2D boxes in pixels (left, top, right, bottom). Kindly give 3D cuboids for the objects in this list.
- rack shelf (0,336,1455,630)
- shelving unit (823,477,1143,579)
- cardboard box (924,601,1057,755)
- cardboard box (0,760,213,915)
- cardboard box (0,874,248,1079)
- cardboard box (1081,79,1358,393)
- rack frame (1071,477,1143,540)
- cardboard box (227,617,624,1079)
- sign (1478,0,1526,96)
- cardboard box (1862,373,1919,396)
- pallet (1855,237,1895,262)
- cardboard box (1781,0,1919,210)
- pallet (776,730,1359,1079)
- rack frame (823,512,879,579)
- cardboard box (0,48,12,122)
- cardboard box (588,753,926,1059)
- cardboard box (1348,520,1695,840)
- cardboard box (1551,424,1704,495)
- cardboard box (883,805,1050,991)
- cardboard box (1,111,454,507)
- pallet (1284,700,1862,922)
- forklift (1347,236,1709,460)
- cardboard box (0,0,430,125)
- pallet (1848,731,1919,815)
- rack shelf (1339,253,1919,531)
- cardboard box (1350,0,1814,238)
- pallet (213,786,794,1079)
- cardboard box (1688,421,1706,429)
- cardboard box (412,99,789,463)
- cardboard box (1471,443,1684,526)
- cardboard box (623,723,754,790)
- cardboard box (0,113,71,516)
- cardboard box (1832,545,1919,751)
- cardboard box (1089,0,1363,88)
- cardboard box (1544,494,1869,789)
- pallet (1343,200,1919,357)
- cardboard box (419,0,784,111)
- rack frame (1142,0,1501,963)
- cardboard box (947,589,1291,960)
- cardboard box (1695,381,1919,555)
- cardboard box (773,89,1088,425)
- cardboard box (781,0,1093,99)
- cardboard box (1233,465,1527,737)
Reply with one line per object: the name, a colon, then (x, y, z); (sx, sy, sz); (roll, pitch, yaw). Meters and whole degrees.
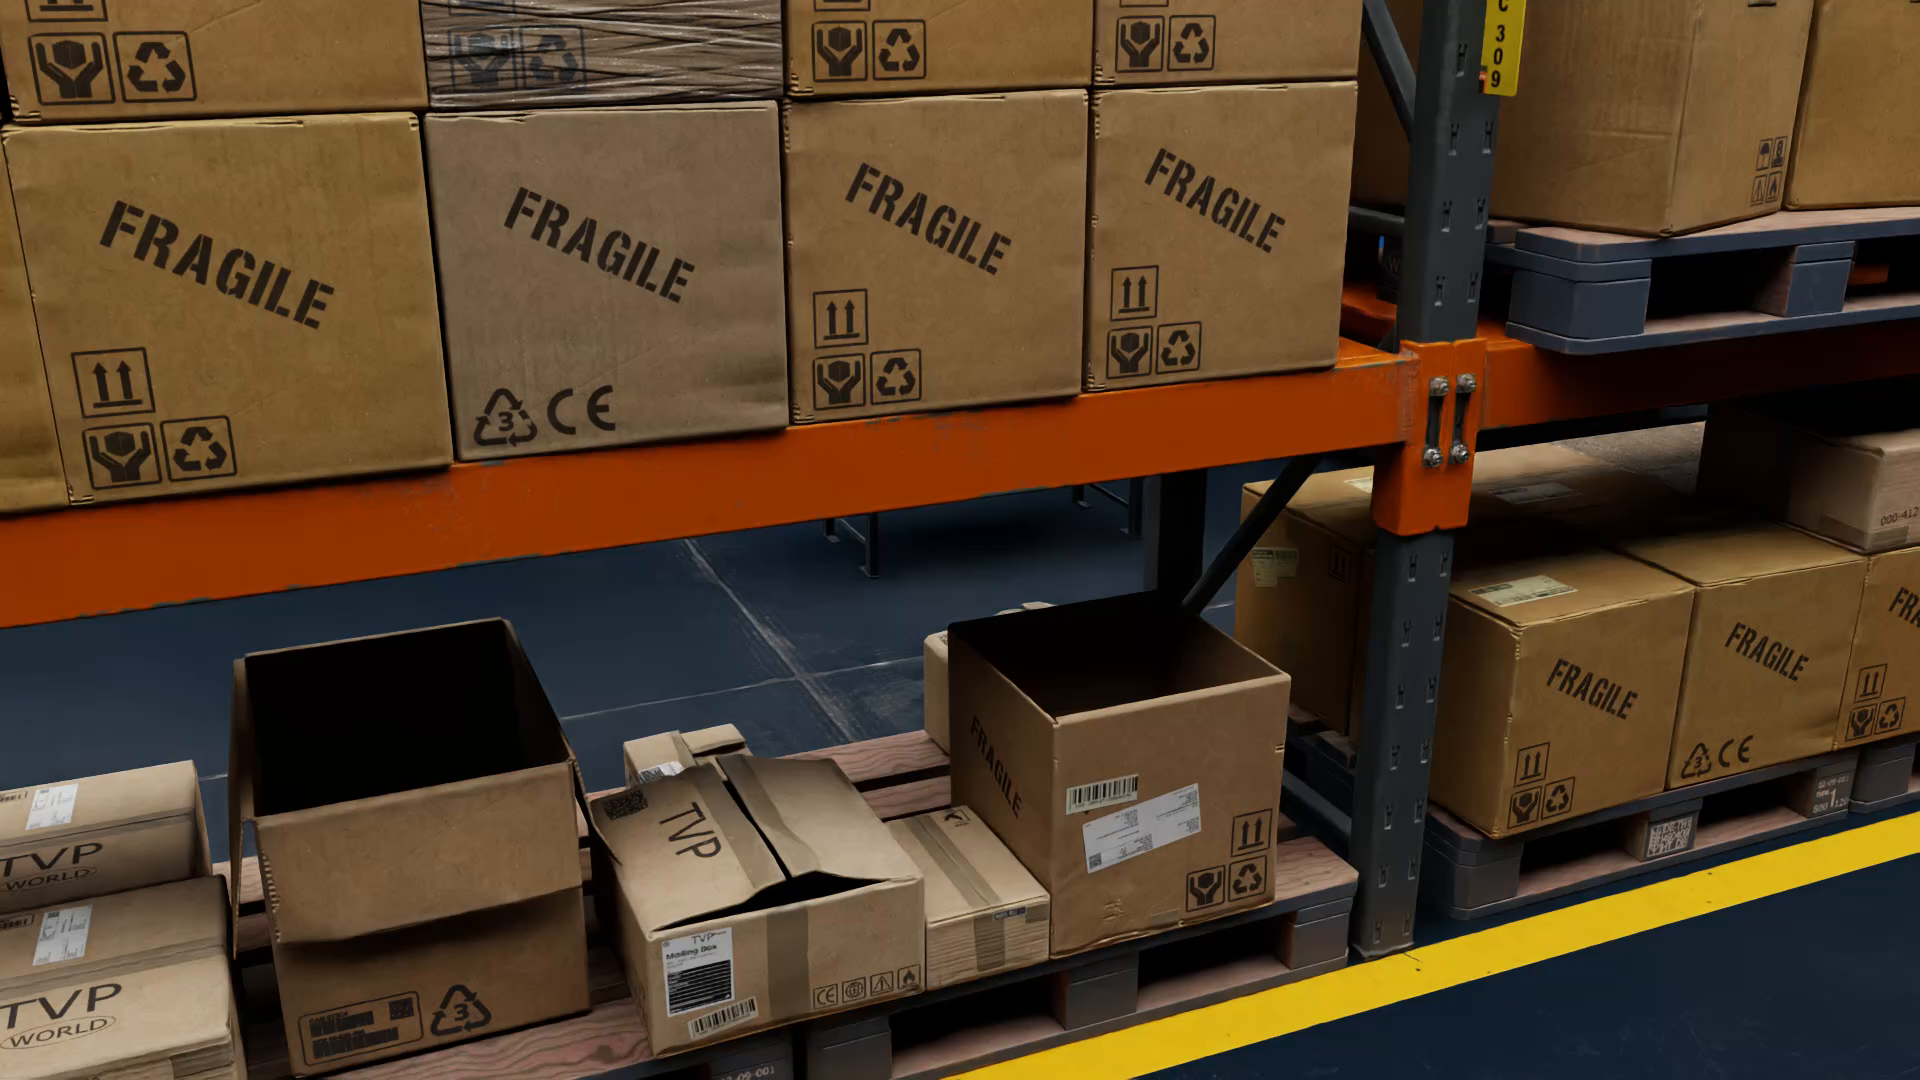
rack shelf: (-1.125, -0.084, 2.827); (4.000, 0.370, 1.077); (-8, 21, -22)
shelving unit: (0.078, -0.719, 5.805); (1.048, 1.500, 0.538); (-8, 21, -22)
cardboard box: (0.240, 0.364, 3.859); (0.500, 0.311, 0.500); (-8, 21, -22)
cardboard box: (-1.676, 0.667, 3.089); (0.500, 0.250, 0.500); (-8, 21, -22)
cardboard box: (-1.432, 0.813, 2.675); (0.500, 0.250, 0.500); (-8, 21, -22)
cardboard box: (0.354, -0.589, 3.029); (0.500, 0.500, 0.500); (-8, 21, -21)
rack frame: (0.545, -0.786, 5.995); (0.032, 1.500, 0.500); (-8, 21, -22)
cardboard box: (-1.012, 0.532, 3.090); (0.637, 0.503, 0.797); (-8, 21, -22)
sign: (0.933, -0.930, 2.844); (0.005, 0.325, 0.100); (-8, 21, -22)
cardboard box: (2.630, -0.256, 4.204); (0.500, 0.250, 0.500); (-9, 21, -23)
pallet: (2.600, -0.865, 4.251); (1.213, 0.211, 1.003); (-8, 21, -22)
cardboard box: (1.841, -1.035, 3.664); (0.500, 0.500, 0.700); (-5, 20, -13)
pallet: (0.080, 0.719, 3.662); (1.213, 0.211, 1.003); (-8, 21, -22)
rack frame: (-0.388, -0.652, 5.615); (0.032, 1.500, 0.500); (-8, 21, -22)
cardboard box: (-1.512, -0.792, 2.100); (0.500, 0.500, 0.500); (-8, 21, -21)
cardboard box: (-0.388, 0.635, 3.090); (0.500, 0.311, 0.500); (-8, 21, -22)
cardboard box: (1.252, 0.296, 3.767); (0.500, 0.500, 0.500); (-9, 21, -24)
cardboard box: (1.969, 0.005, 4.594); (0.500, 0.500, 0.500); (-8, 21, -21)
cardboard box: (-0.020, 0.680, 3.205); (0.250, 0.149, 0.380); (-8, 21, -22)
cardboard box: (-1.057, -0.385, 2.449); (0.500, 0.500, 0.500); (-8, 21, -21)
pallet: (1.443, 0.510, 4.255); (1.213, 0.211, 1.003); (-8, 21, -22)
forklift: (2.980, -1.893, 6.985); (3.031, 2.935, 1.130); (-10, 22, -26)
cardboard box: (-1.045, -0.859, 2.290); (0.500, 0.500, 0.500); (-8, 21, -22)
pallet: (2.565, 0.349, 4.714); (1.213, 0.211, 1.003); (-8, 21, -22)
rack shelf: (2.547, -0.610, 4.322); (4.000, 0.370, 1.077); (-8, 21, -22)
cardboard box: (1.235, -0.926, 3.352); (0.500, 0.500, 0.700); (-17, 26, -40)
pallet: (-1.042, 0.881, 3.203); (1.213, 0.211, 1.003); (-8, 21, -22)
cardboard box: (2.435, -0.063, 4.786); (0.500, 0.500, 0.500); (-9, 21, -24)
cardboard box: (-0.590, -0.453, 2.641); (0.500, 0.500, 0.500); (-8, 21, -21)
cardboard box: (1.508, 0.070, 4.407); (0.500, 0.500, 0.500); (-8, 21, -22)
cardboard box: (-0.550, 0.549, 3.551); (0.250, 0.166, 0.380); (-8, 21, -22)
cardboard box: (-1.516, -0.320, 2.264); (0.500, 0.500, 0.500); (-8, 21, -22)
cardboard box: (2.199, 0.159, 4.156); (0.500, 0.500, 0.500); (-8, 21, -21)
cardboard box: (0.349, -1.060, 2.859); (0.500, 0.500, 0.500); (-8, 21, -22)
cardboard box: (1.737, 0.222, 3.975); (0.500, 0.500, 0.500); (-8, 21, -21)
pallet: (1.488, -0.668, 3.691); (1.213, 0.211, 1.003); (-8, 21, -22)
cardboard box: (-0.583, -0.925, 2.477); (0.500, 0.500, 0.500); (-8, 21, -21)
rack frame: (0.711, -0.686, 3.455); (0.127, 3.000, 1.000); (-8, 21, -22)
cardboard box: (0.300, 0.447, 3.338); (0.500, 0.500, 0.500); (-8, 21, -22)
cardboard box: (2.170, -0.189, 4.016); (0.500, 0.250, 0.500); (-8, 21, -22)
cardboard box: (-0.119, -0.521, 2.835); (0.500, 0.500, 0.500); (-8, 21, -20)
cardboard box: (-0.120, -0.991, 2.665); (0.500, 0.500, 0.500); (-9, 21, -23)
cardboard box: (1.051, 0.133, 4.229); (0.500, 0.500, 0.500); (-8, 21, -22)
